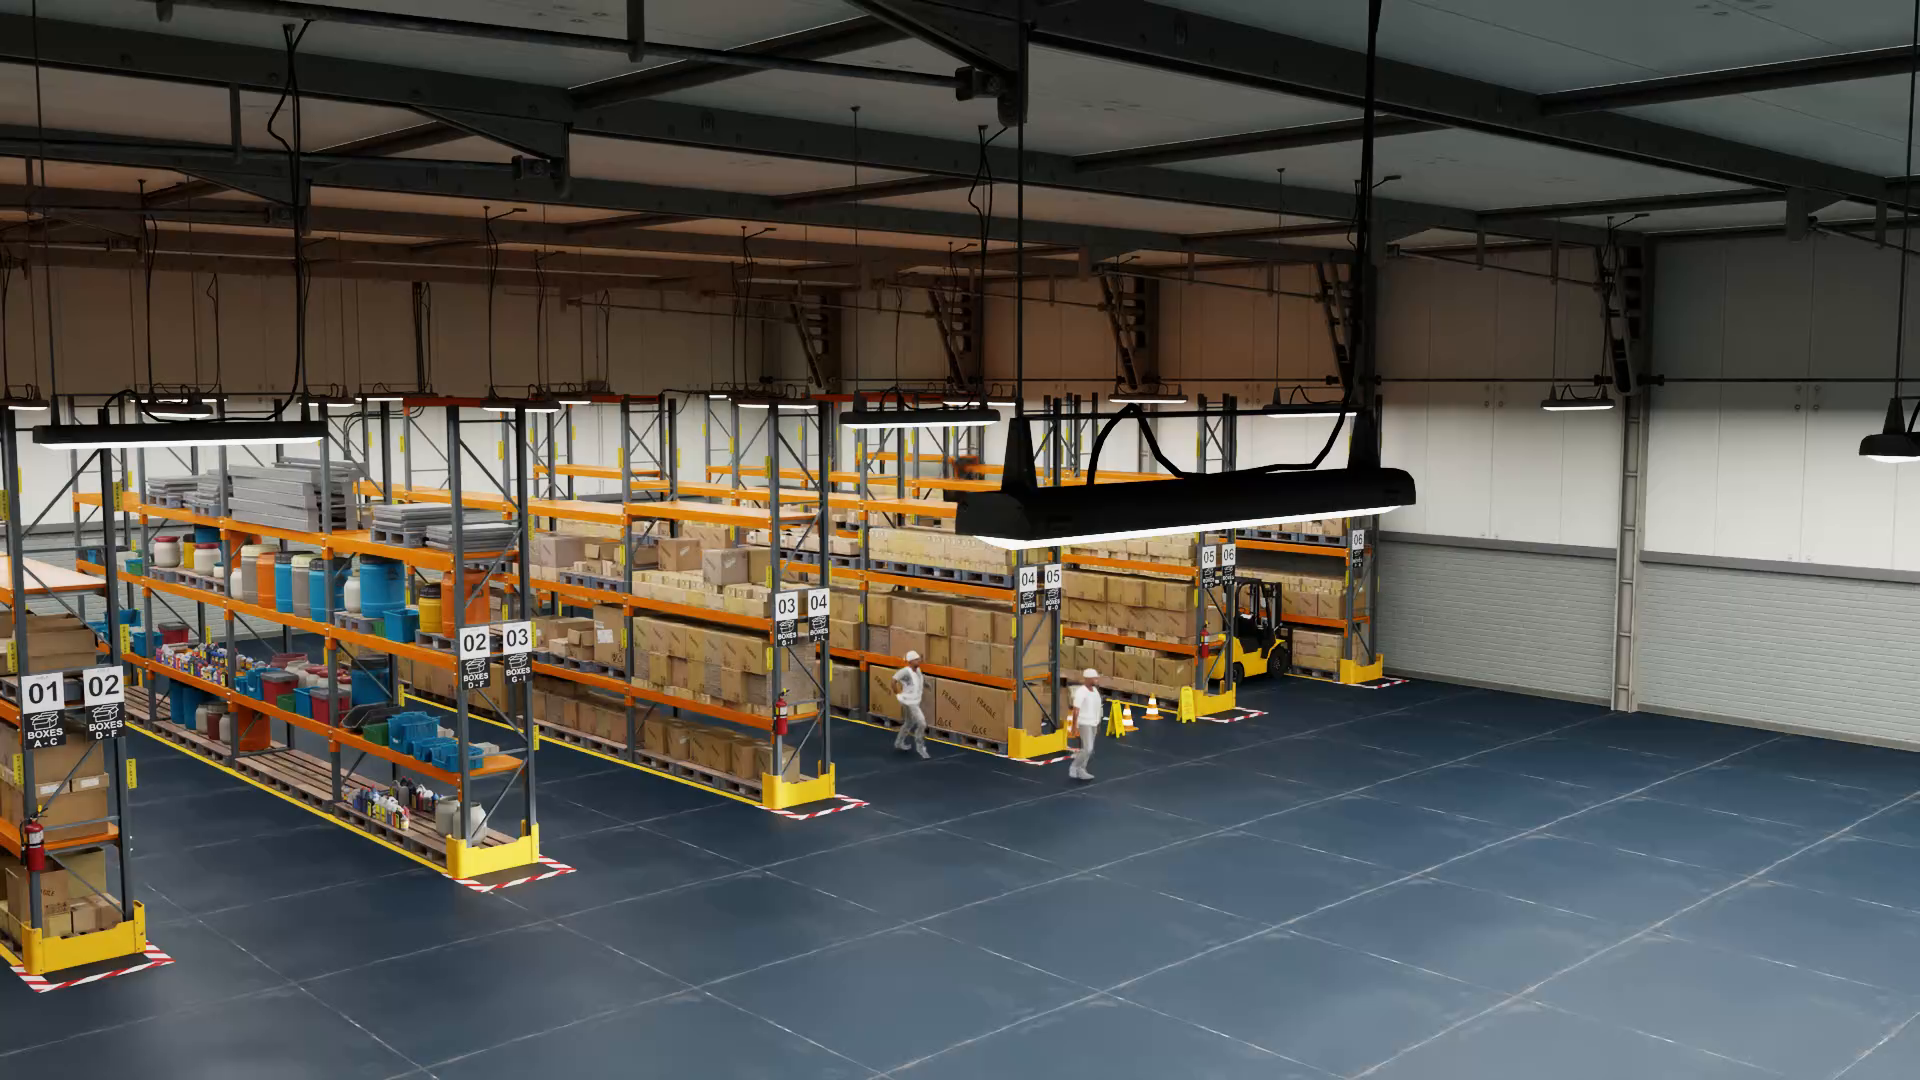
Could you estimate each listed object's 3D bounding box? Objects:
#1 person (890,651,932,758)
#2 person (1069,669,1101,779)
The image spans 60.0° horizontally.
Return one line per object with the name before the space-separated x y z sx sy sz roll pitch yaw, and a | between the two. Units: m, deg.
person | -0.839 2.766 27.872 0.720 1.844 0.786 2 6 21
person | 1.978 2.905 26.261 0.446 1.757 0.635 3 7 32
